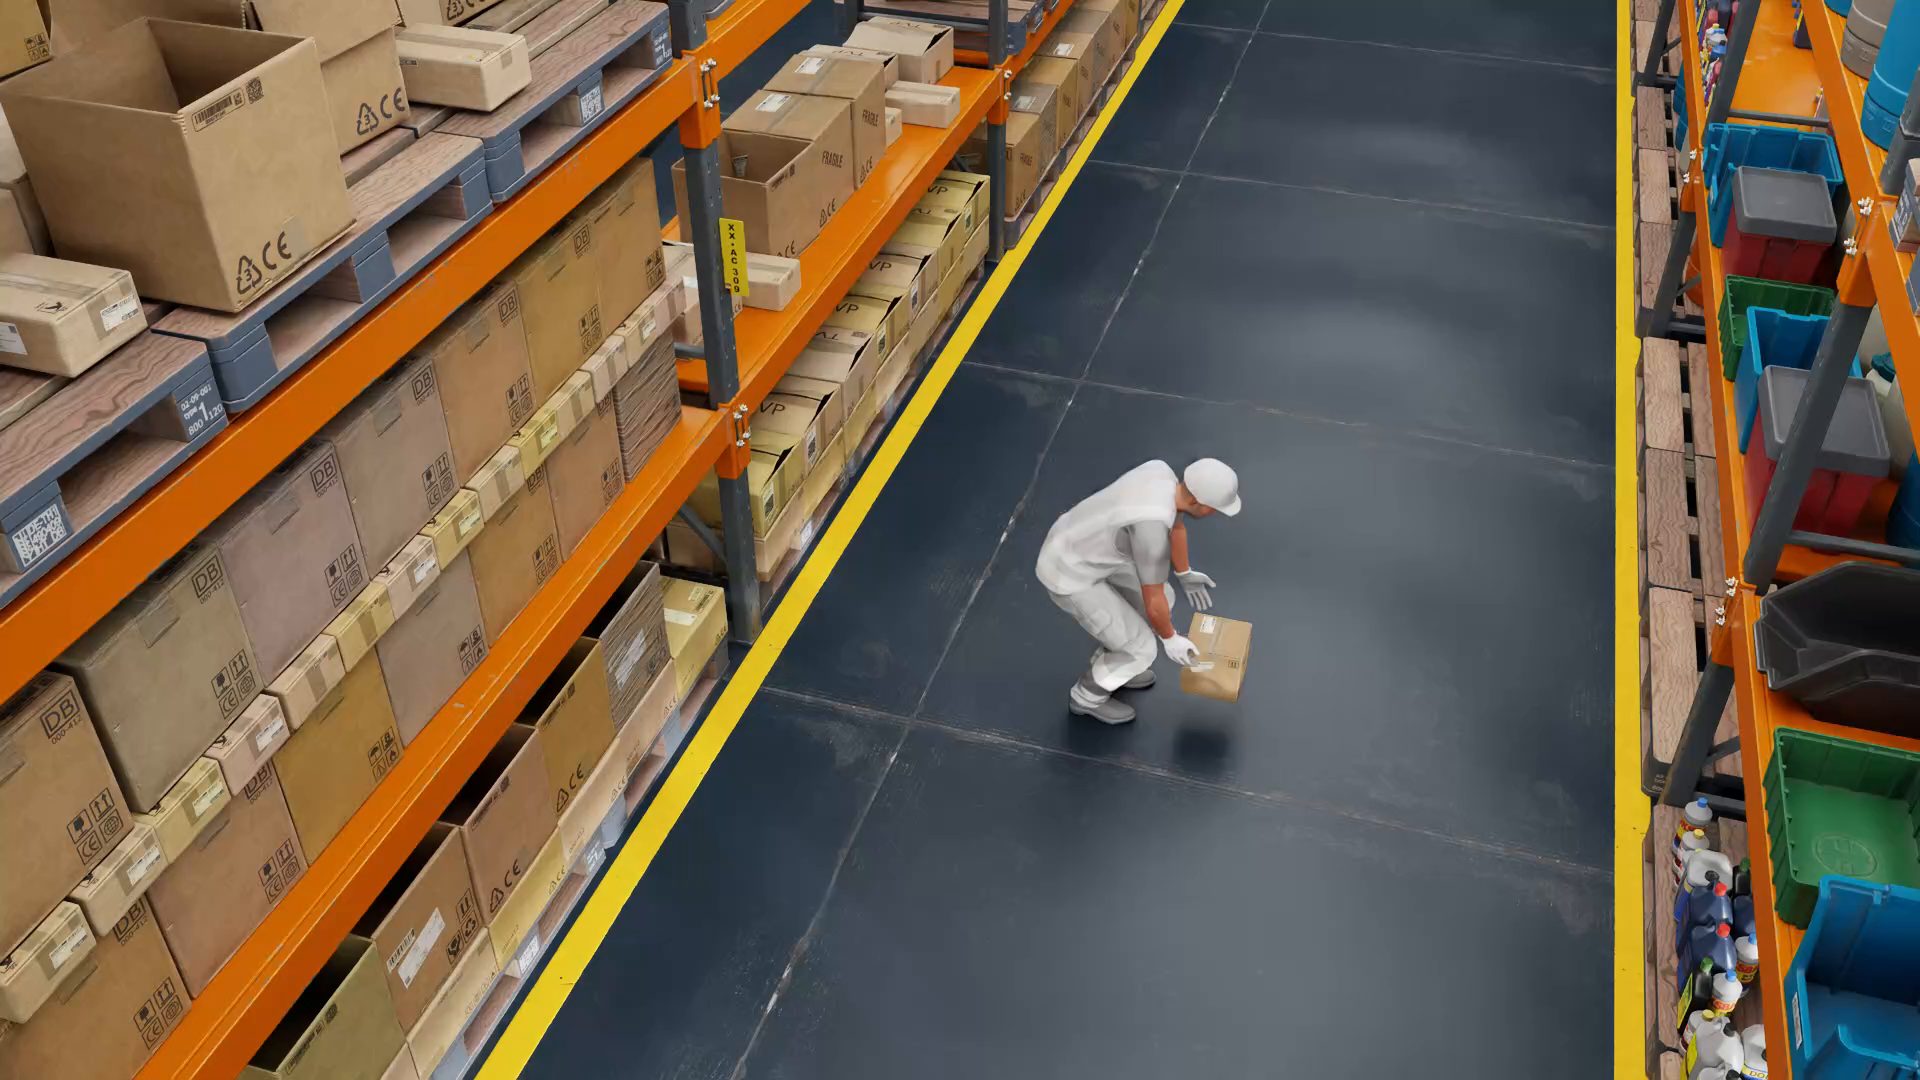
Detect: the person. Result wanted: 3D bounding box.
[{"bbox_3d":[0.749,0.195,7.095,0.839,1.212,0.585,11,38,14],"label":"person"}]
